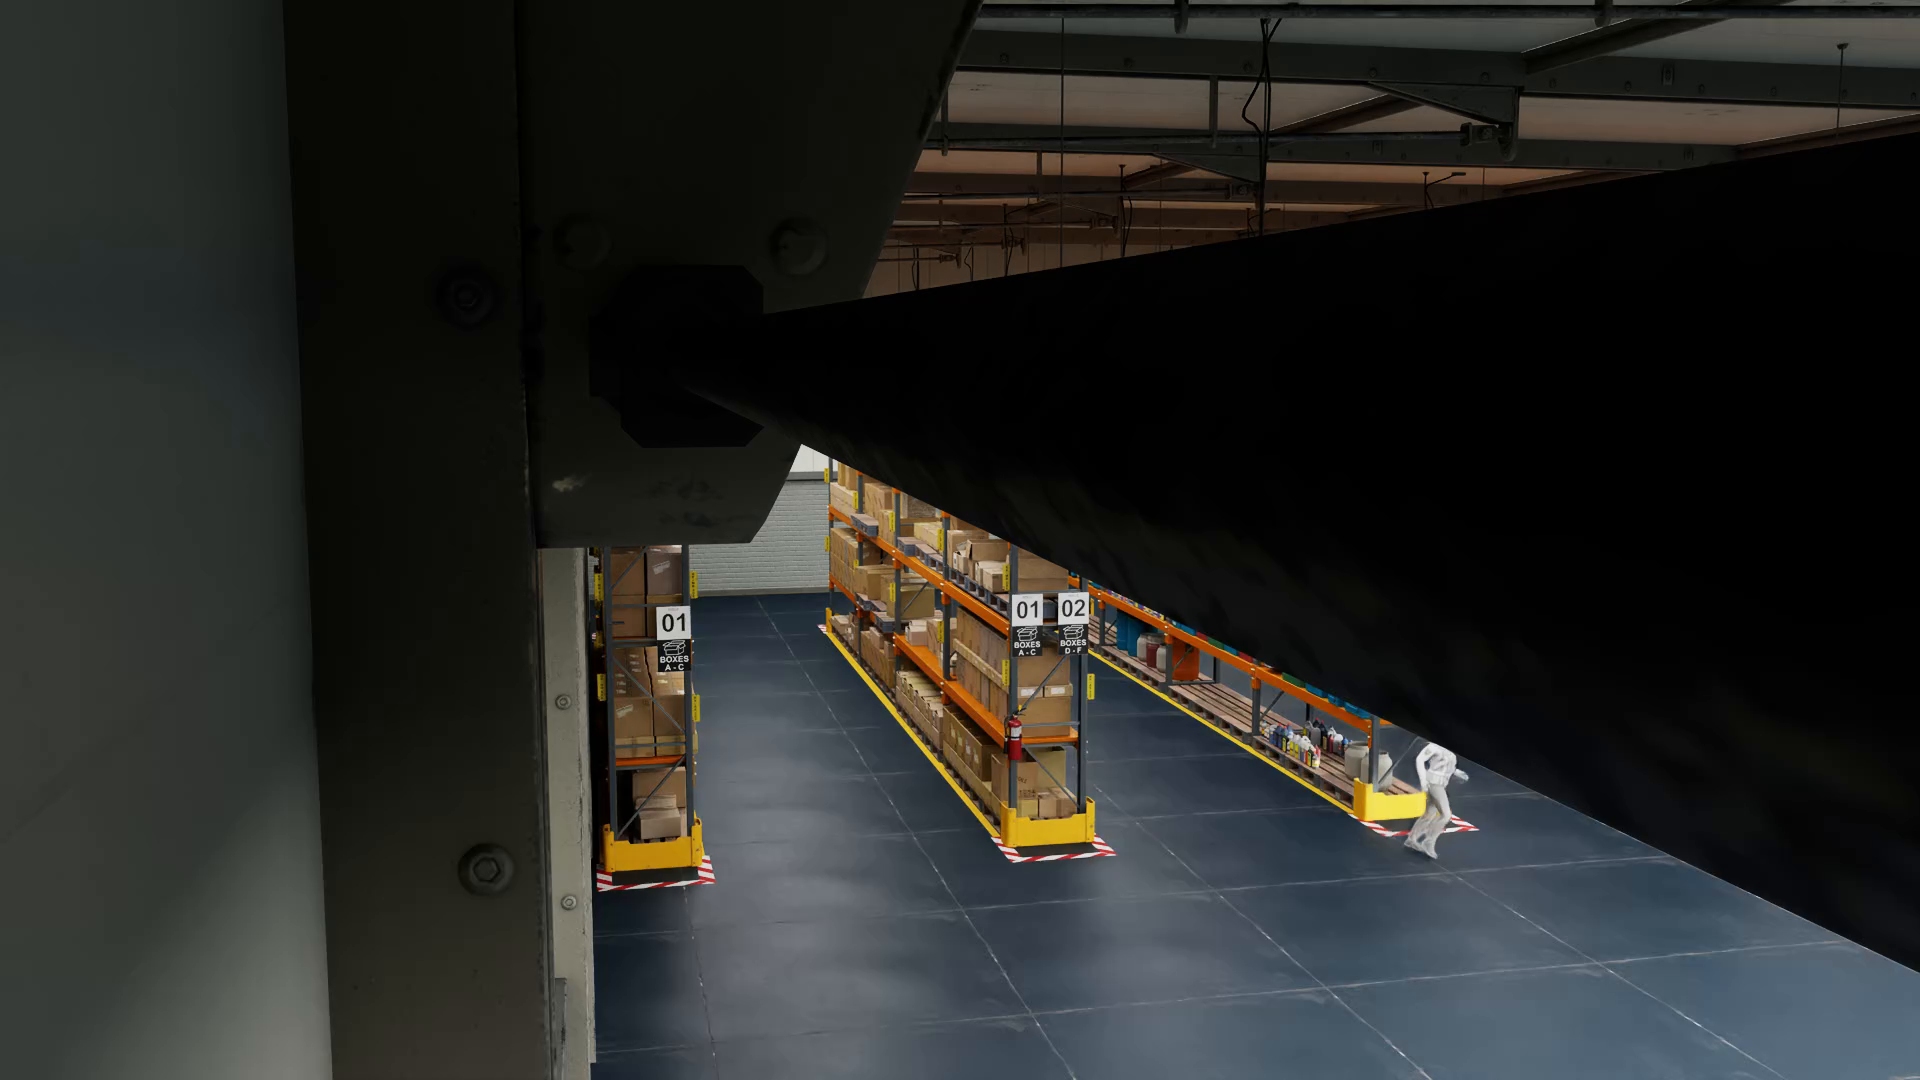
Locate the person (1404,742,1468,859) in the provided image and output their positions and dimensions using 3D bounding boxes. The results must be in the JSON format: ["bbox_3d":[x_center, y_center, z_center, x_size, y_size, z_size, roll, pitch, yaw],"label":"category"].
[{"bbox_3d":[5.934,3.069,20.652,0.696,1.626,0.742,5,8,34],"label":"person"}]
